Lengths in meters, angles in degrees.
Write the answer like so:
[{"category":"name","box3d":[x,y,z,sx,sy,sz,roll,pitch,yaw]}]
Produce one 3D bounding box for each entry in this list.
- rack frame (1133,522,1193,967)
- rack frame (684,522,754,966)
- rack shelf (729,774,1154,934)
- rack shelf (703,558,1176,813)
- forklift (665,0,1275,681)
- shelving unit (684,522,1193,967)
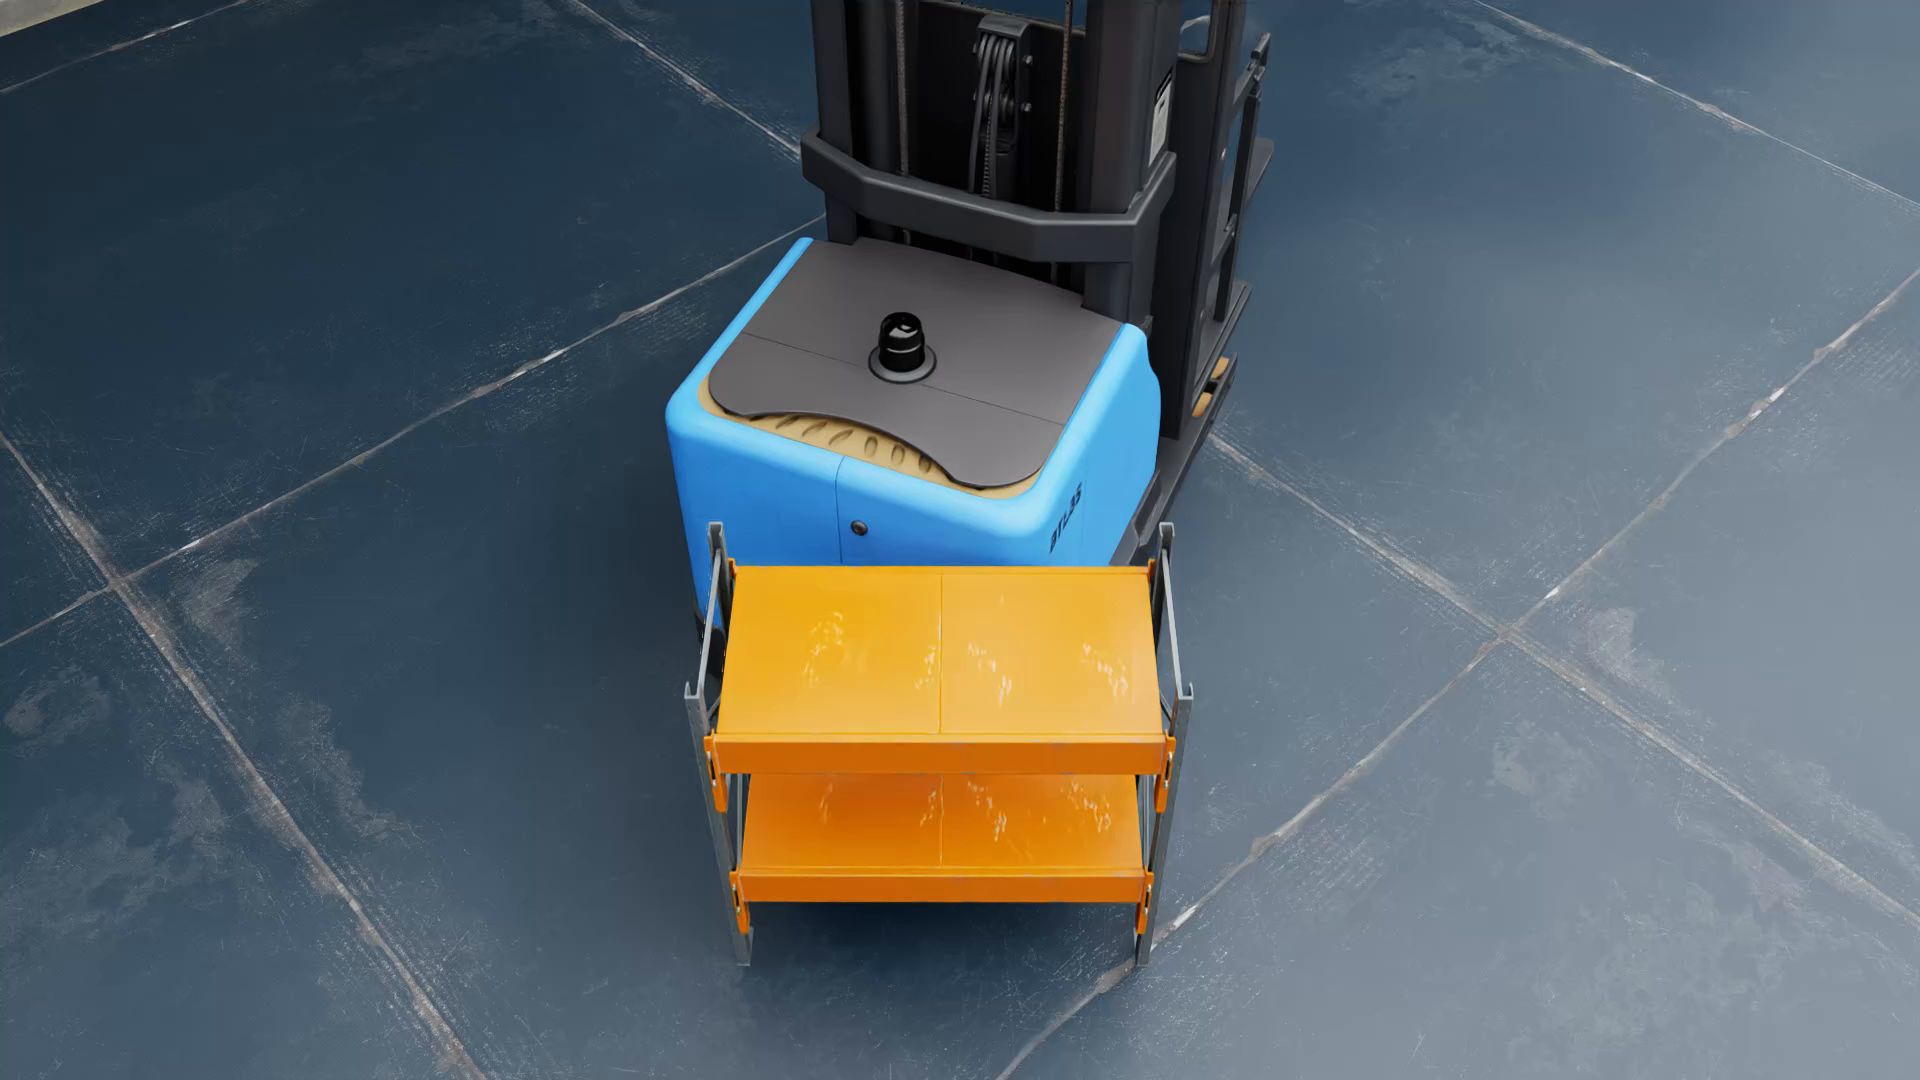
[{"category":"rack frame","box3d":[0.465,0.525,4.000,0.032,1.125,0.500,0,47,0]},{"category":"rack frame","box3d":[-0.552,0.524,4.002,0.032,1.125,0.500,0,47,0]},{"category":"rack shelf","box3d":[-0.043,0.690,4.181,1.000,0.278,0.538,0,47,0]},{"category":"rack shelf","box3d":[-0.043,0.326,3.786,1.000,0.278,0.538,0,47,0]},{"category":"forklift","box3d":[0.295,-1.444,4.588,1.130,2.935,3.031,17,50,15]},{"category":"shelving unit","box3d":[-0.043,0.524,4.001,1.048,1.125,0.538,0,47,0]}]
